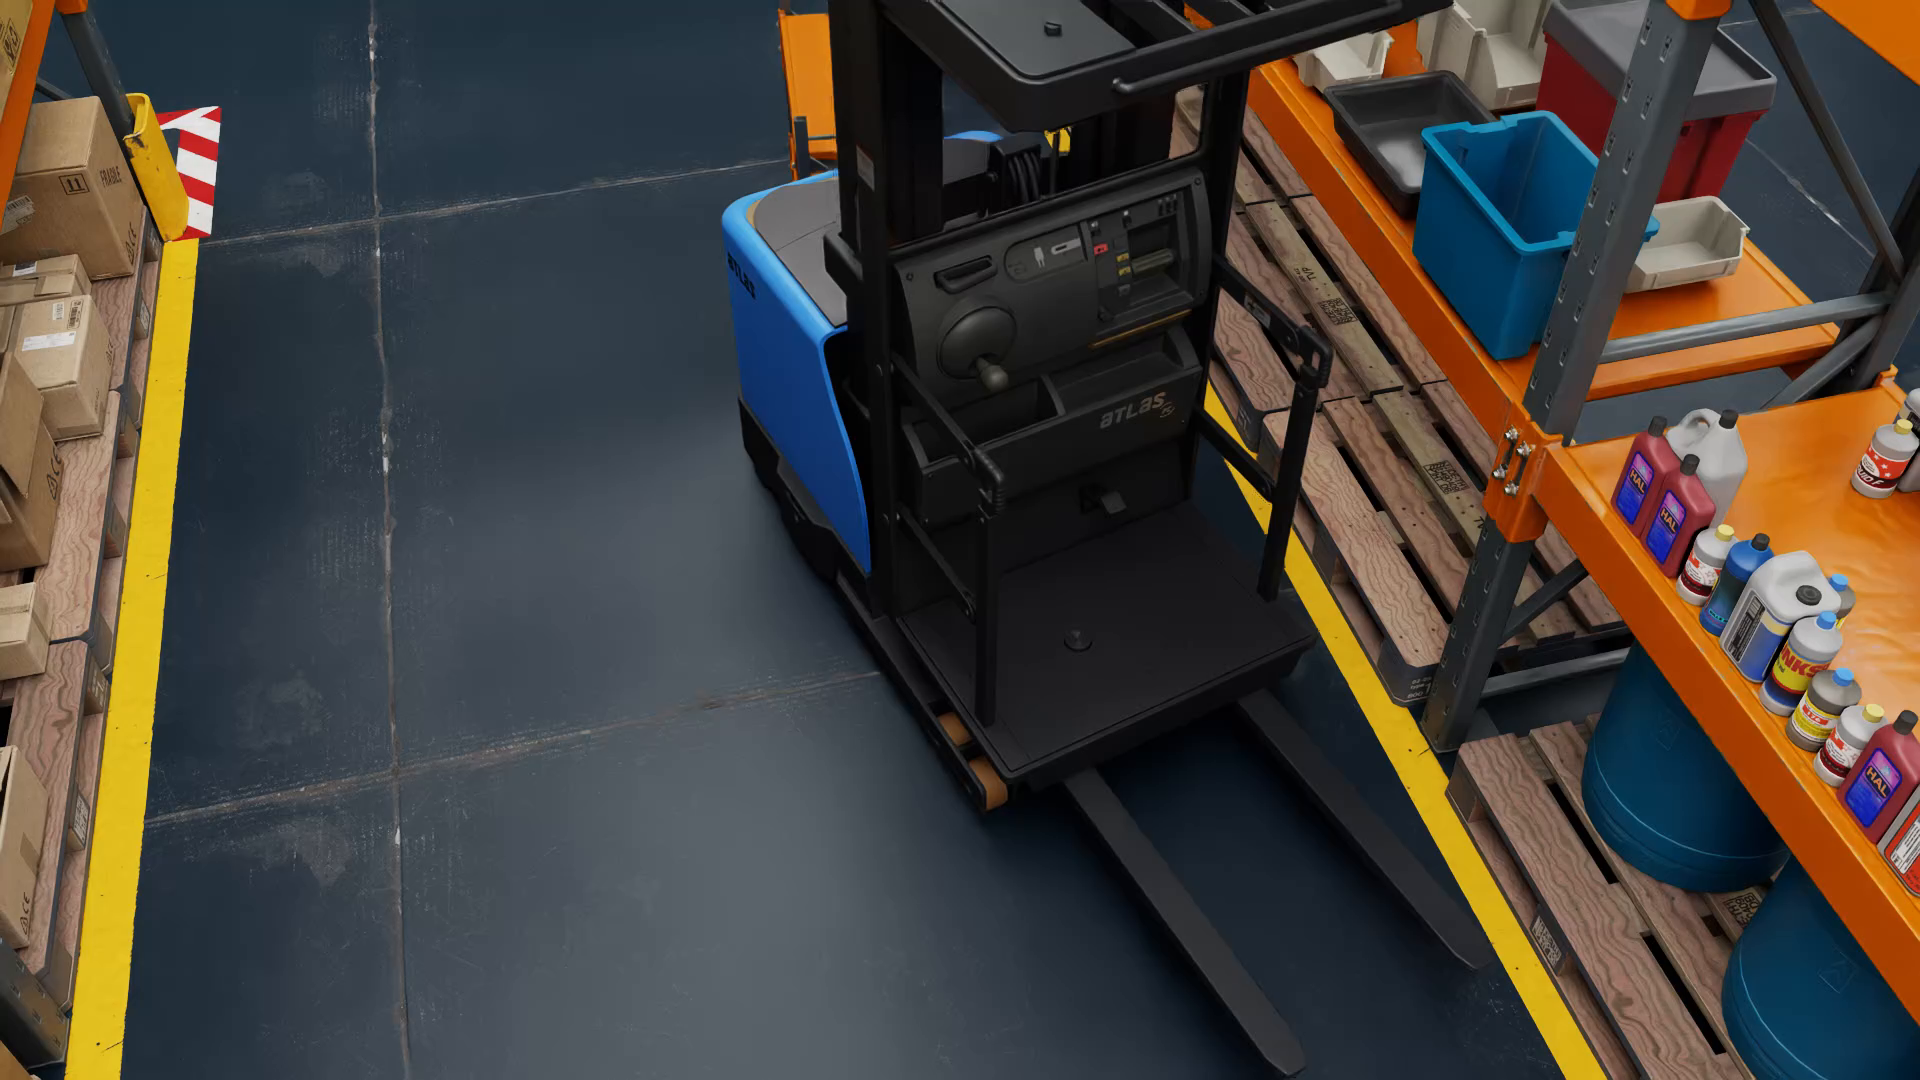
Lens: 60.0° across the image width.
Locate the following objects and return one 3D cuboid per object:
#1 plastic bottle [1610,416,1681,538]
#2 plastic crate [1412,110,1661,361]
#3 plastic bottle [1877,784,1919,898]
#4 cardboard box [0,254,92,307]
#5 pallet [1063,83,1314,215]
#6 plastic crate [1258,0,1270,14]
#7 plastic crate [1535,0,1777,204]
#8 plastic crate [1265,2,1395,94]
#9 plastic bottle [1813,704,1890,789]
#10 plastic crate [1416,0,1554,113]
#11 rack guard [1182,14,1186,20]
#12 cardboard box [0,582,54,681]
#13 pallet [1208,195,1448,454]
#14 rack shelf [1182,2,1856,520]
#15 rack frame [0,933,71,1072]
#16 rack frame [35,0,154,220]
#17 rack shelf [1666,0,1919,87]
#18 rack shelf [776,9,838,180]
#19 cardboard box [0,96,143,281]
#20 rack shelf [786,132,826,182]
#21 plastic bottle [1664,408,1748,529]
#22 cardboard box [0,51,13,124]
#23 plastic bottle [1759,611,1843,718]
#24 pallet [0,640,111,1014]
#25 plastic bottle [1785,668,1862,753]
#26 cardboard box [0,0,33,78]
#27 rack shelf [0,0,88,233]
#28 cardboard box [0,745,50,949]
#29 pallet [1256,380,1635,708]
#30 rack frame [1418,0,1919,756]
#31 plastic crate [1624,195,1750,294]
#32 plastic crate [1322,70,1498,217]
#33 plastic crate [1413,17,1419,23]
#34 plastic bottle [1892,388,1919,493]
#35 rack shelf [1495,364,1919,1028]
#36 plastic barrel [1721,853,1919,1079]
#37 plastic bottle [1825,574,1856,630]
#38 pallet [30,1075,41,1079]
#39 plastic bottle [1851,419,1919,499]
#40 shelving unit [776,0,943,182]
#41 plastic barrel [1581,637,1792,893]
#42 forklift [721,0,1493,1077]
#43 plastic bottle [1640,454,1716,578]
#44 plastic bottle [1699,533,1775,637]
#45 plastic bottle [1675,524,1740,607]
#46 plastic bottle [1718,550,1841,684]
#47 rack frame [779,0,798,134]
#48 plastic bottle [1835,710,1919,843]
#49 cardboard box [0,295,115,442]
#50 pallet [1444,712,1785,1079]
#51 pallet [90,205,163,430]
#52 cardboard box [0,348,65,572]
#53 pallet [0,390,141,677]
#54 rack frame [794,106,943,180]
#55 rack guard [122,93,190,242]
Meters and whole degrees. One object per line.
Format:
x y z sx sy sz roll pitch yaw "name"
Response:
1.609 -0.149 3.878 0.061 0.283 0.133 -11 47 -10 "plastic bottle"
1.479 -0.797 4.400 0.392 0.384 0.575 -11 47 -10 "plastic crate"
1.915 0.551 3.197 0.152 0.276 0.135 -11 47 -10 "plastic bottle"
-3.491 -0.916 6.223 0.380 0.166 0.250 -11 47 -10 "cardboard box"
1.078 -1.730 7.298 1.003 0.211 1.213 -11 47 -10 "pallet"
1.063 -1.898 5.585 0.416 0.233 0.300 -11 47 -10 "plastic crate"
1.942 -1.227 4.765 0.402 0.464 0.583 -11 47 -10 "plastic crate"
1.192 -1.597 5.358 0.293 0.136 0.466 -11 47 -10 "plastic crate"
1.825 0.410 3.387 0.097 0.201 0.097 0 46 0 "plastic bottle"
1.715 -1.589 5.248 0.437 0.282 0.530 -11 47 -10 "plastic crate"
0.885 -2.422 7.774 1.175 0.500 0.348 -11 47 -10 "rack guard"
-2.991 0.295 5.037 0.380 0.166 0.250 -11 47 -10 "cardboard box"
1.386 -0.890 6.474 1.003 0.211 1.213 -11 47 -10 "pallet"
1.416 -1.650 5.771 1.077 0.370 4.000 -11 47 -10 "rack shelf"
-2.861 0.382 3.276 1.000 3.000 0.127 -11 47 -10 "rack frame"
-3.885 -2.380 5.982 1.000 3.000 0.127 -11 47 -10 "rack frame"
2.440 0.062 1.993 1.077 0.370 4.000 -11 47 -10 "rack shelf"
-0.375 -1.601 6.122 0.538 0.278 1.000 -5 46 -5 "rack shelf"
-3.508 -1.328 6.394 0.500 0.500 0.500 -11 47 -10 "cardboard box"
-0.375 -1.225 6.505 0.538 0.278 1.000 -5 46 -5 "rack shelf"
1.715 -0.174 3.855 0.144 0.351 0.185 -11 47 -10 "plastic bottle"
-3.249 -1.452 5.003 0.500 0.500 0.500 -10 46 -10 "cardboard box"
1.775 0.251 3.494 0.097 0.271 0.097 0 46 0 "plastic bottle"
-3.036 0.884 4.736 1.003 0.211 1.213 -11 47 -10 "pallet"
1.800 0.342 3.453 0.097 0.201 0.097 0 46 0 "plastic bottle"
-3.371 -1.798 5.342 0.500 0.500 0.500 -10 46 -10 "cardboard box"
-3.373 -0.747 4.886 1.077 0.370 4.000 -11 47 -10 "rack shelf"
-2.760 0.840 4.401 0.500 0.311 0.500 -11 47 -10 "cardboard box"
1.702 -0.046 5.647 1.003 0.211 1.213 -11 47 -10 "pallet"
1.928 -0.521 4.161 1.000 3.000 0.127 -11 47 -10 "rack frame"
1.947 -0.797 4.574 0.396 0.136 0.243 -11 47 -10 "plastic crate"
1.382 -1.170 4.947 0.437 0.125 0.590 -11 47 -10 "plastic crate"
1.678 -1.874 5.562 0.416 0.233 0.300 -11 47 -10 "plastic crate"
2.341 -0.265 3.996 0.152 0.276 0.135 -11 47 -10 "plastic bottle"
2.440 1.111 3.064 1.077 0.370 4.000 -11 47 -10 "rack shelf"
2.232 0.934 3.910 0.600 0.901 0.708 -11 47 -10 "plastic barrel"
1.888 0.155 3.637 0.097 0.201 0.097 0 46 0 "plastic bottle"
-2.617 1.913 3.728 1.003 0.211 1.213 -11 47 -10 "pallet"
2.225 -0.203 3.988 0.097 0.201 0.097 0 46 0 "plastic bottle"
-0.375 -1.396 6.331 0.538 1.125 1.048 -5 46 -5 "shelving unit"
2.051 0.445 4.389 0.600 0.901 0.708 -11 47 -10 "plastic barrel"
0.374 -0.597 4.283 1.130 2.935 3.031 -22 49 -20 "forklift"
1.644 -0.057 3.787 0.061 0.283 0.133 -11 47 -10 "plastic bottle"
1.716 0.091 3.651 0.097 0.271 0.097 0 46 0 "plastic bottle"
1.691 0.048 3.742 0.097 0.201 0.097 0 46 0 "plastic bottle"
1.772 0.164 3.576 0.152 0.276 0.135 -11 47 -10 "plastic bottle"
-0.442 -1.756 6.683 0.500 1.125 0.032 -5 46 -5 "rack frame"
1.837 0.464 3.277 0.061 0.283 0.133 -11 47 -10 "plastic bottle"
-3.294 -0.580 5.835 0.500 0.250 0.500 -11 47 -10 "cardboard box"
2.085 0.995 4.627 1.003 0.211 1.213 -11 47 -10 "pallet"
-3.661 -0.801 6.387 1.003 0.211 1.213 -11 47 -10 "pallet"
-3.347 -0.194 5.280 0.797 0.503 0.637 -11 47 -10 "cardboard box"
-3.352 0.040 5.563 1.003 0.211 1.213 -11 47 -10 "pallet"
-0.308 -1.036 5.978 0.500 1.125 0.032 -5 46 -5 "rack frame"
-3.866 -1.452 6.823 1.175 0.500 0.348 -11 47 -10 "rack guard"
